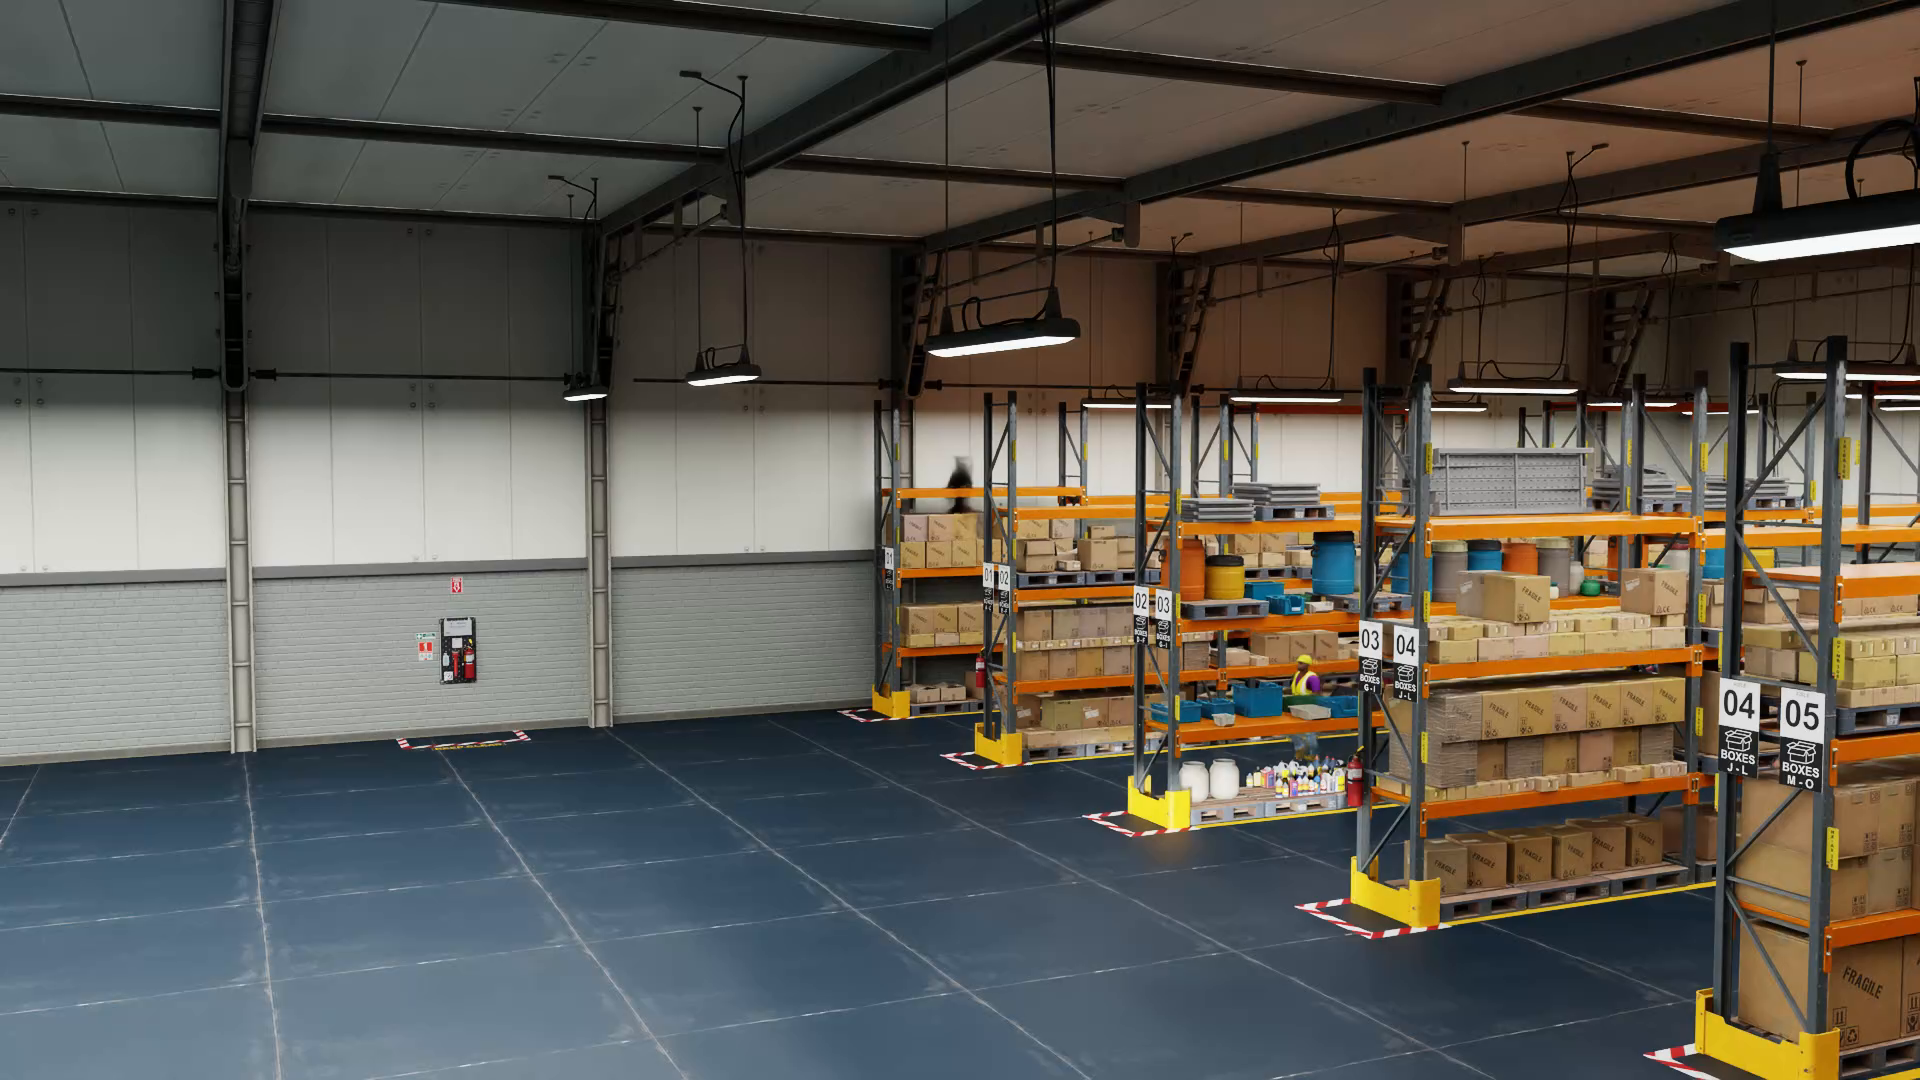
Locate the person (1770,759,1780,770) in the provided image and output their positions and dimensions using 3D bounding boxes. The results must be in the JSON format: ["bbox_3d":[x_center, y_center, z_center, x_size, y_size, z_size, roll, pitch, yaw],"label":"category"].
[{"bbox_3d":[8.928,3.258,18.094,0.725,1.759,0.613,-3,4,-37],"label":"person"}]

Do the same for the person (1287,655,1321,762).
[{"bbox_3d":[5.542,2.723,26.813,0.691,1.754,0.668,-2,4,-34],"label":"person"}]
